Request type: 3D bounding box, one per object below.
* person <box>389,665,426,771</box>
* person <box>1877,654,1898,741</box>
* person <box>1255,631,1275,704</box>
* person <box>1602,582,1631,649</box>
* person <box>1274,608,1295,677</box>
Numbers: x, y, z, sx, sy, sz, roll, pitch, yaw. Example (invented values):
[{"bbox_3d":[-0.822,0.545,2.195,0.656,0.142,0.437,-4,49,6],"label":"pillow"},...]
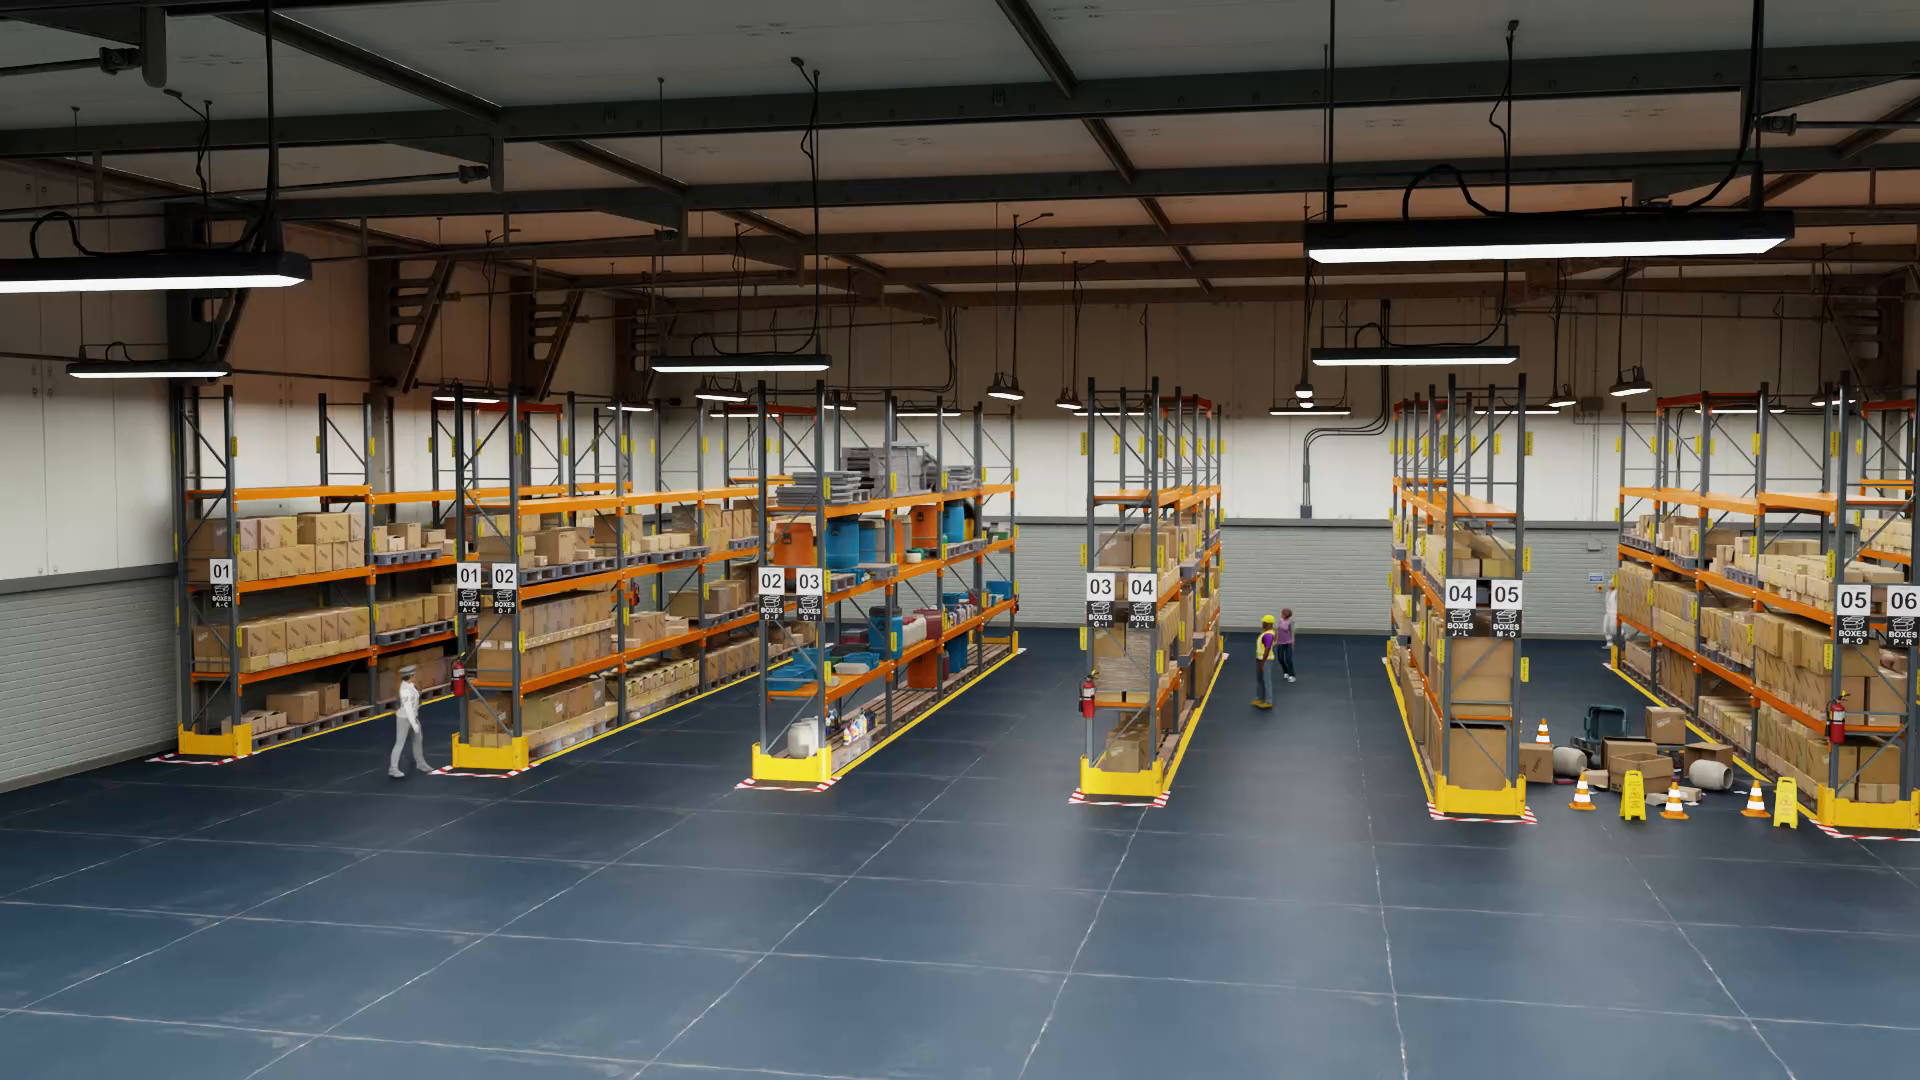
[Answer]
[{"bbox_3d":[-8.458,2.701,25.418,0.440,1.587,0.514,0,3,-2],"label":"person"},{"bbox_3d":[14.489,2.662,26.162,0.600,1.772,0.682,-1,3,-21],"label":"person"},{"bbox_3d":[5.910,2.432,32.039,0.414,1.415,0.553,0,3,-9],"label":"person"},{"bbox_3d":[16.148,1.842,40.926,0.661,1.712,0.585,0,3,-5],"label":"person"},{"bbox_3d":[7.019,2.191,35.772,0.466,1.485,0.435,3,4,40],"label":"person"}]
